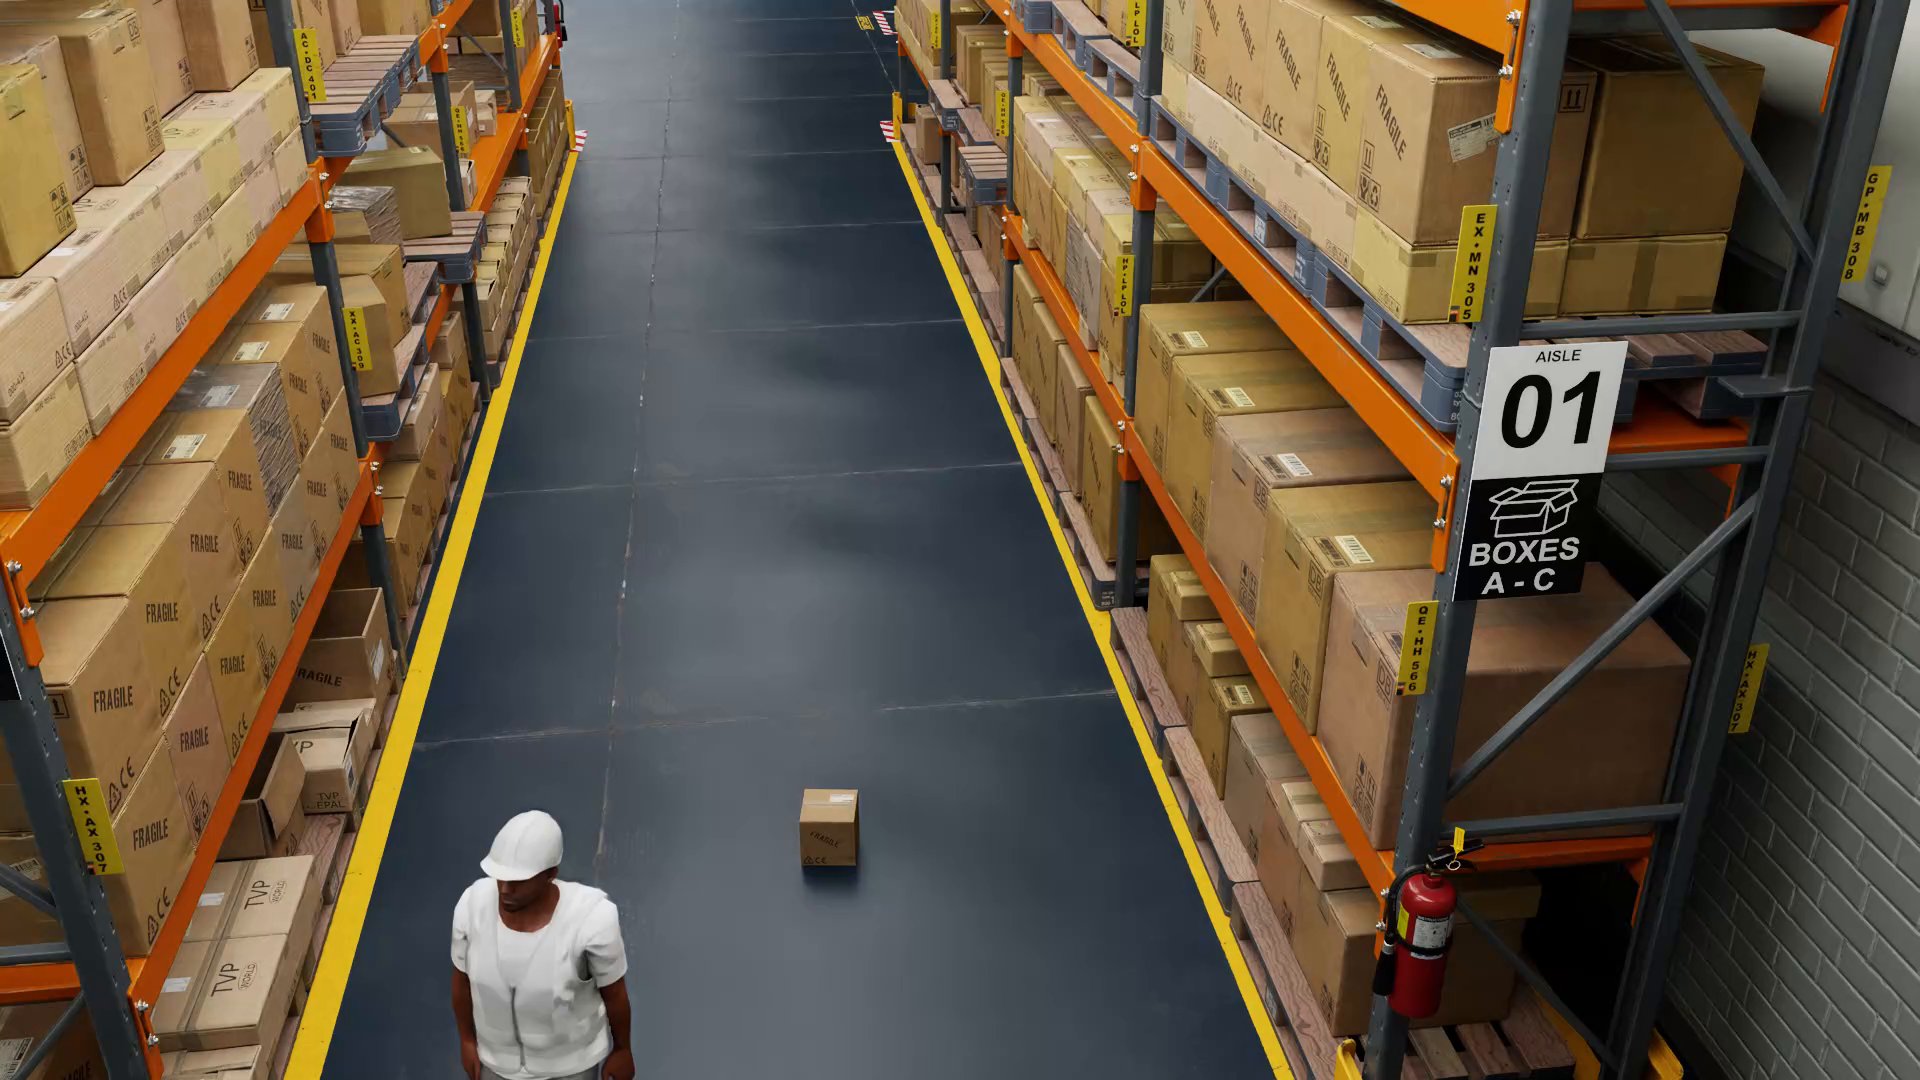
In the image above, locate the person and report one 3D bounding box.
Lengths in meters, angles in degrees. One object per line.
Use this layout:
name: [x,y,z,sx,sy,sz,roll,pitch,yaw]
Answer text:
person: [-1.348,1.621,5.391,0.577,1.743,0.787,5,27,9]
